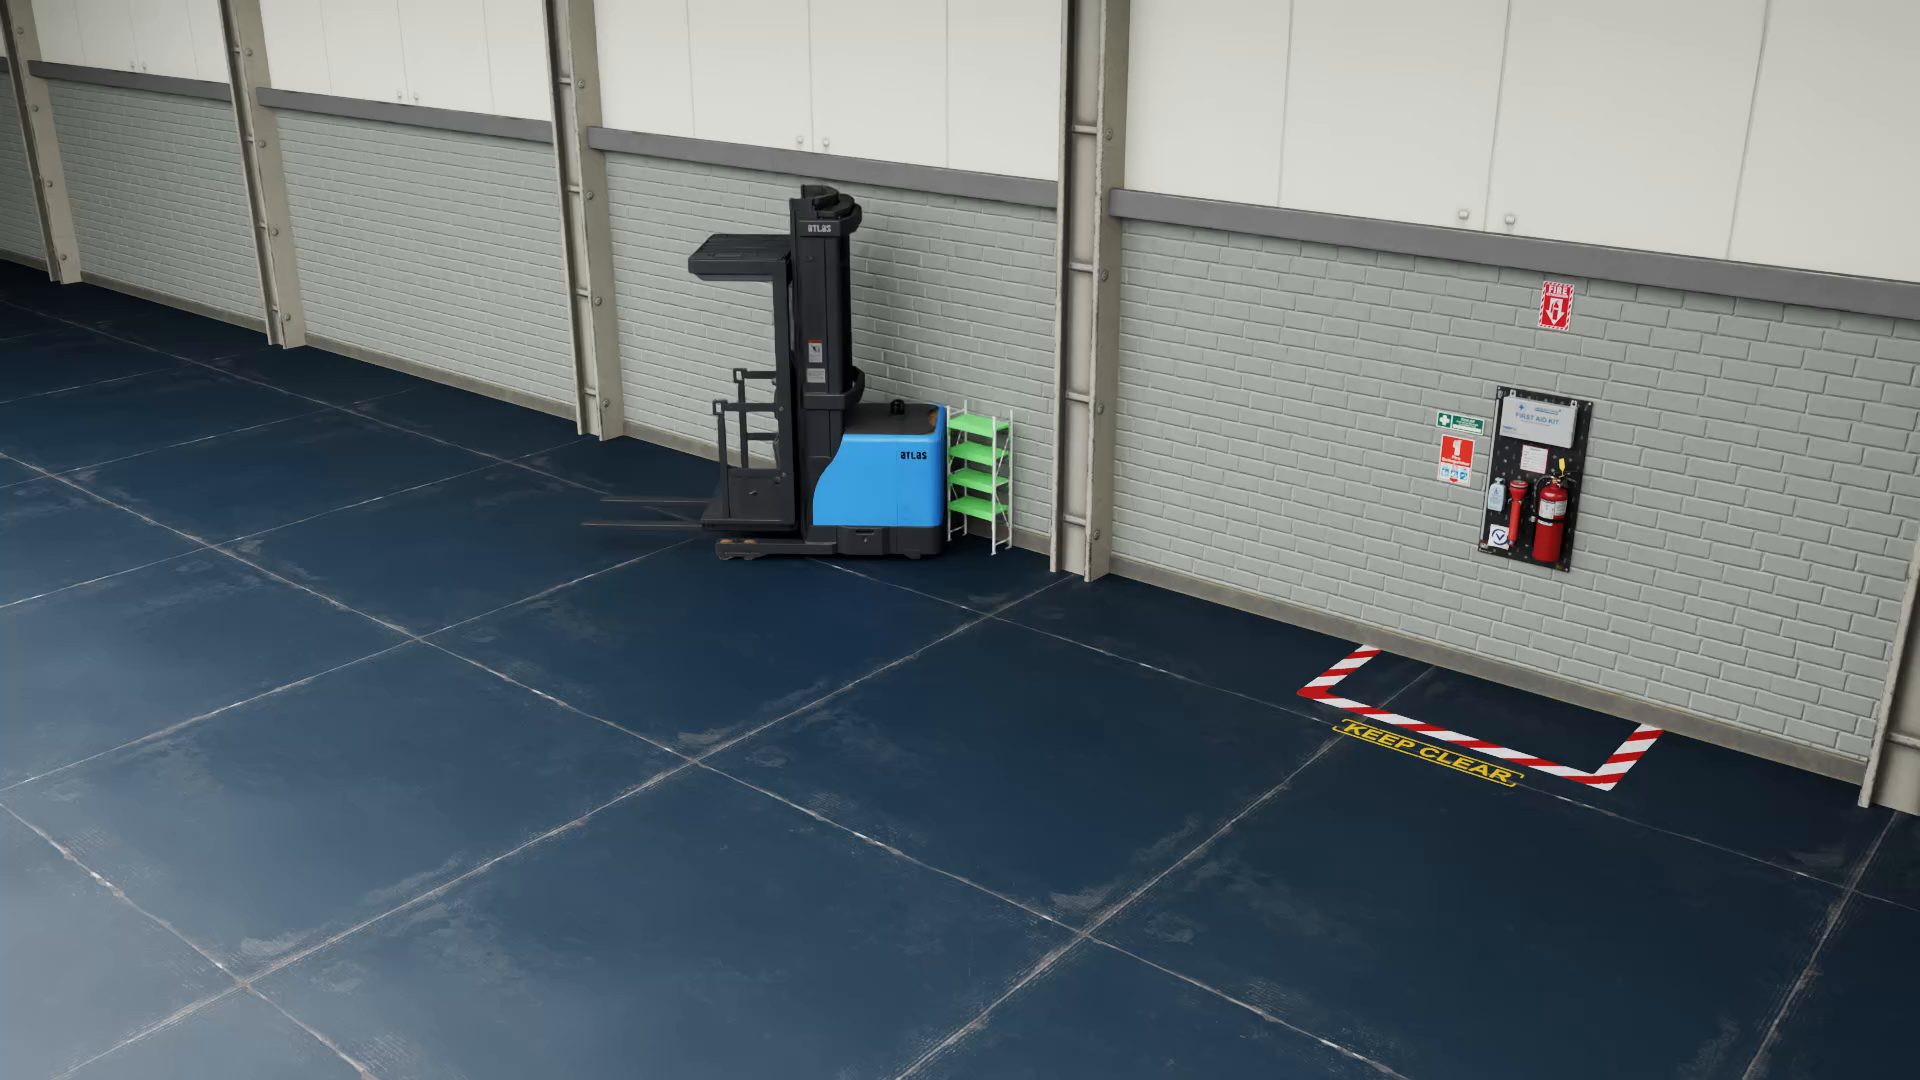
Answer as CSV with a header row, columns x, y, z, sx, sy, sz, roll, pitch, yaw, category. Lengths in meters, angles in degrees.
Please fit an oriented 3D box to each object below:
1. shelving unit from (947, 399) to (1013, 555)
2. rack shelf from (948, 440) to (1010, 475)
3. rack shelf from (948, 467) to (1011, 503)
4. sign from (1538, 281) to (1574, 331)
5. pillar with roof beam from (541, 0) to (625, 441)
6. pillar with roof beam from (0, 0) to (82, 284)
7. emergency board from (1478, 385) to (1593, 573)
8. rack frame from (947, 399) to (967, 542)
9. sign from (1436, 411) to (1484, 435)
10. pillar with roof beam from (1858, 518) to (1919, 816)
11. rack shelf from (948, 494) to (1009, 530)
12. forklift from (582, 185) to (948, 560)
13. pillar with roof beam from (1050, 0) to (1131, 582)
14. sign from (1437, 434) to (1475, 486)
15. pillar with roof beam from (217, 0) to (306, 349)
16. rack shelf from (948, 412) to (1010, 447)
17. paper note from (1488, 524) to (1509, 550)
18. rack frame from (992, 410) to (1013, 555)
x,y,z,sx,sy,sz,roll,pitch,yaw,category
0.164,-0.523,13.855,0.503,1.200,0.258,16,26,37,shelving unit
0.164,-0.688,13.793,0.480,0.148,0.258,16,26,37,rack shelf
0.164,-0.464,13.878,0.480,0.148,0.258,16,26,37,rack shelf
3.792,-1.489,10.580,0.199,0.298,0.001,16,26,36,sign
-6.393,-4.121,12.343,0.400,9.000,9.100,16,26,36,pillar with roof beam
-15.690,-6.798,19.442,0.400,9.000,9.100,16,26,36,pillar with roof beam
3.735,-0.375,10.912,0.643,1.169,0.194,16,26,36,emergency board
-0.023,-0.578,14.002,0.015,1.200,0.240,16,26,37,rack frame
3.370,-0.788,11.205,0.331,0.109,0.001,16,26,36,sign
2.903,-1.444,5.243,0.400,9.000,9.100,16,26,36,pillar with roof beam
0.164,-0.239,13.963,0.480,0.148,0.258,16,26,37,rack shelf
-1.632,-1.390,13.699,3.031,2.935,1.130,1,21,2,forklift
-1.745,-2.782,8.793,0.400,9.000,9.100,16,26,36,pillar with roof beam
3.372,-0.544,11.308,0.234,0.329,0.001,16,26,36,sign
-11.042,-5.460,15.893,0.400,9.000,9.100,16,26,36,pillar with roof beam
0.164,-0.913,13.709,0.480,0.148,0.258,16,26,37,rack shelf
3.642,-0.021,11.222,0.142,0.148,0.016,16,26,36,paper note
0.352,-0.468,13.709,0.015,1.200,0.240,16,26,37,rack frame
